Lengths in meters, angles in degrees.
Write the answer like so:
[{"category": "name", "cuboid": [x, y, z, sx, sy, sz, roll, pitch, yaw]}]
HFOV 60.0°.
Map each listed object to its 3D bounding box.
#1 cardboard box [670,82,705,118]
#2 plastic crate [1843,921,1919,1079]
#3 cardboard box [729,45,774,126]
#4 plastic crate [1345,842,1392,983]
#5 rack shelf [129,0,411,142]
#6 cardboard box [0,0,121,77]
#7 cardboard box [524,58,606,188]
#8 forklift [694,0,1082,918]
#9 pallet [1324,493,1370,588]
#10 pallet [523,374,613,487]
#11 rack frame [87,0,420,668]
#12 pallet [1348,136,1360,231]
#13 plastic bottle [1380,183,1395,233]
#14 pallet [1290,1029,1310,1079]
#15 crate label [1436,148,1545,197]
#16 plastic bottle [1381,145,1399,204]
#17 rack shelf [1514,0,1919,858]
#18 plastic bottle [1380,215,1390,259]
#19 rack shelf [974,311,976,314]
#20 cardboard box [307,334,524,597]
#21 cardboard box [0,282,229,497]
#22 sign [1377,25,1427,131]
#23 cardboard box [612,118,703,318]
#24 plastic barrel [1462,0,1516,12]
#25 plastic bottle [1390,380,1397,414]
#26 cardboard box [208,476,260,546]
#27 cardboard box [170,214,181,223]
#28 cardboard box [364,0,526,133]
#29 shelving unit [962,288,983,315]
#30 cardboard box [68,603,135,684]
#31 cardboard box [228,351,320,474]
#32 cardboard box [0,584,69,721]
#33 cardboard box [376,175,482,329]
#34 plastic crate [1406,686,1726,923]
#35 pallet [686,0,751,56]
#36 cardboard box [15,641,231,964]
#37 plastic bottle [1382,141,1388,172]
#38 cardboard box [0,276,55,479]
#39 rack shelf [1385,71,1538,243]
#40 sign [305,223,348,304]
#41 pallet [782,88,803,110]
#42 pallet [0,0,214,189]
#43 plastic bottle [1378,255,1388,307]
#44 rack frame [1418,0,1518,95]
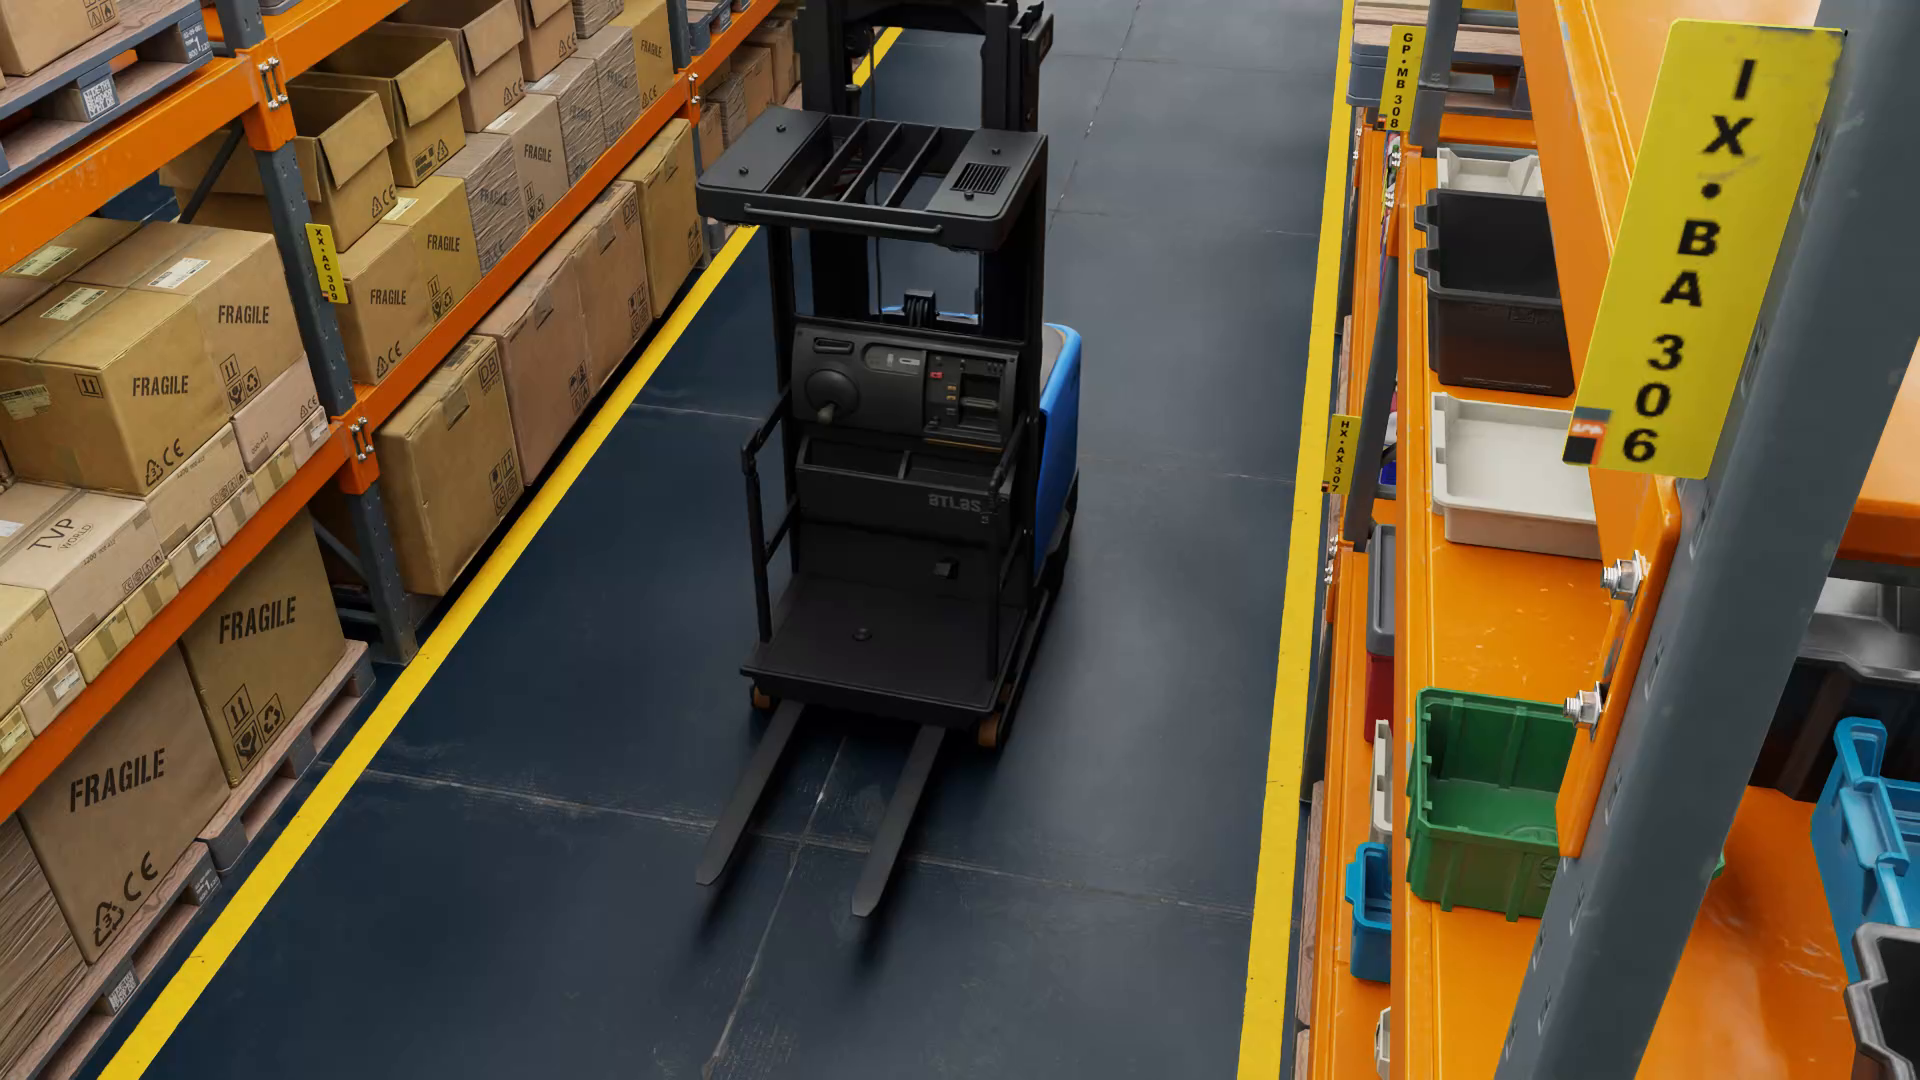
[{"category": "cardboard box", "cuboid": [-1.988, -2.889, 10.796, 0.500, 0.250, 0.500, 9, 37, 12]}, {"category": "plastic crate", "cuboid": [1.382, 0.828, 2.106, 0.497, 0.269, 0.590, 7, 37, 10]}, {"category": "cardboard box", "cuboid": [-1.758, -3.229, 11.905, 0.700, 0.500, 0.500, 10, 37, 14]}, {"category": "plastic crate", "cuboid": [1.216, 1.010, 4.392, 0.416, 0.233, 0.300, 7, 37, 10]}, {"category": "rack shelf", "cuboid": [-2.529, -2.808, 7.625, 1.077, 0.370, 4.000, 7, 37, 10]}, {"category": "cardboard box", "cuboid": [-3.065, -1.748, 5.021, 0.700, 0.500, 0.500, 5, 36, 7]}, {"category": "cardboard box", "cuboid": [-2.186, -2.175, 8.609, 0.500, 0.500, 0.500, 6, 36, 8]}, {"category": "forklift", "cuboid": [-0.279, -0.555, 6.518, 1.130, 2.935, 3.031, 9, 37, 12]}, {"category": "pallet", "cuboid": [2.346, -0.127, 8.245, 1.003, 0.211, 1.213, 7, 37, 10]}, {"category": "pallet", "cuboid": [-2.607, -0.762, 9.122, 1.003, 0.211, 1.213, 7, 37, 10]}, {"category": "rack frame", "cuboid": [-2.957, -0.738, 6.712, 1.000, 3.000, 0.127, 7, 37, 10]}, {"category": "pallet", "cuboid": [3.202, -2.418, 11.406, 1.003, 0.211, 1.213, 7, 37, 10]}, {"category": "plastic bottle", "cuboid": [2.100, -1.614, 8.030, 0.097, 0.271, 0.097, 0, 36, 0]}, {"category": "pallet", "cuboid": [1.504, 2.140, 5.118, 1.003, 0.211, 1.213, 7, 37, 10]}, {"category": "crate label", "cuboid": [1.495, -0.981, 4.716, 0.293, 0.136, 0.466, 7, 37, 10]}, {"category": "plastic bottle", "cuboid": [2.156, -1.819, 8.304, 0.061, 0.283, 0.133, 7, 37, 10]}, {"category": "rack shelf", "cuboid": [1.455, -0.947, 2.842, 1.077, 0.370, 4.000, 7, 37, 10]}, {"category": "plastic bottle", "cuboid": [2.030, -1.426, 7.771, 0.097, 0.271, 0.097, 0, 36, 0]}, {"category": "rack shelf", "cuboid": [0.140, -0.949, 8.200, 0.215, 0.259, 0.240, 9, 37, 12]}, {"category": "cardboard box", "cuboid": [-2.840, -0.417, 7.722, 1.225, 0.875, 0.875, 7, 37, 10]}, {"category": "cardboard box", "cuboid": [-2.905, -0.518, 5.644, 0.500, 0.500, 0.500, 8, 37, 10]}, {"category": "sign", "cuboid": [1.345, -1.405, 5.070, 0.100, 0.325, 0.005, 7, 37, 10]}, {"category": "cardboard box", "cuboid": [-2.270, -1.948, 9.834, 1.225, 0.875, 0.875, 6, 36, 8]}, {"category": "plastic barrel", "cuboid": [1.879, -2.127, 5.554, 0.600, 0.588, 0.600, 0, 36, 0]}, {"category": "plastic bottle", "cuboid": [1.655, -0.475, 6.449, 0.061, 0.283, 0.133, 7, 37, 10]}, {"category": "cardboard box", "cuboid": [-2.812, -0.126, 6.082, 0.380, 0.149, 0.250, 7, 36, 9]}, {"category": "cardboard box", "cuboid": [-3.124, -1.081, 7.100, 0.500, 0.500, 0.500, 7, 37, 10]}, {"category": "cardboard box", "cuboid": [-2.553, -2.302, 7.931, 0.797, 0.503, 0.637, 8, 37, 11]}, {"category": "shelving unit", "cuboid": [0.140, -0.728, 8.360, 0.215, 1.050, 0.252, 9, 37, 12]}, {"category": "cardboard box", "cuboid": [-2.976, 0.316, 5.472, 0.380, 0.149, 0.250, 7, 36, 9]}, {"category": "cardboard box", "cuboid": [-2.795, -0.512, 6.274, 0.500, 0.250, 0.500, 7, 36, 9]}, {"category": "cardboard box", "cuboid": [-3.123, 0.368, 5.061, 0.500, 0.250, 0.500, 7, 36, 9]}, {"category": "cardboard box", "cuboid": [-2.508, -1.299, 7.402, 0.500, 0.500, 0.500, 7, 37, 10]}, {"category": "plastic crate", "cuboid": [0.959, 0.446, 2.703, 0.450, 0.188, 0.336, 7, 37, 10]}, {"category": "pallet", "cuboid": [-2.054, -3.376, 10.515, 1.213, 0.211, 1.003, 7, 37, 10]}, {"category": "cardboard box", "cuboid": [-3.368, 0.836, 5.993, 0.875, 0.875, 0.875, 7, 37, 10]}, {"category": "plastic bottle", "cuboid": [2.256, -2.004, 8.628, 0.097, 0.201, 0.097, 0, 36, 0]}, {"category": "cardboard box", "cuboid": [-3.421, -0.578, 5.726, 0.500, 0.500, 0.500, 7, 37, 10]}, {"category": "rack shelf", "cuboid": [2.309, -2.187, 6.769, 1.077, 0.370, 4.000, 7, 37, 10]}, {"category": "sign", "cuboid": [-2.414, -1.052, 6.340, 0.100, 0.325, 0.005, 7, 37, 10]}, {"category": "pallet", "cuboid": [-1.671, -3.047, 12.275, 1.003, 0.211, 1.213, 7, 37, 10]}, {"category": "pallet", "cuboid": [-3.142, -1.449, 5.213, 1.003, 0.211, 1.213, 7, 37, 10]}, {"category": "plastic bottle", "cuboid": [1.919, -1.184, 7.426, 0.061, 0.283, 0.133, 7, 37, 10]}, {"category": "rack frame", "cuboid": [1.882, -2.546, 4.095, 1.000, 3.000, 0.127, 7, 37, 10]}]
